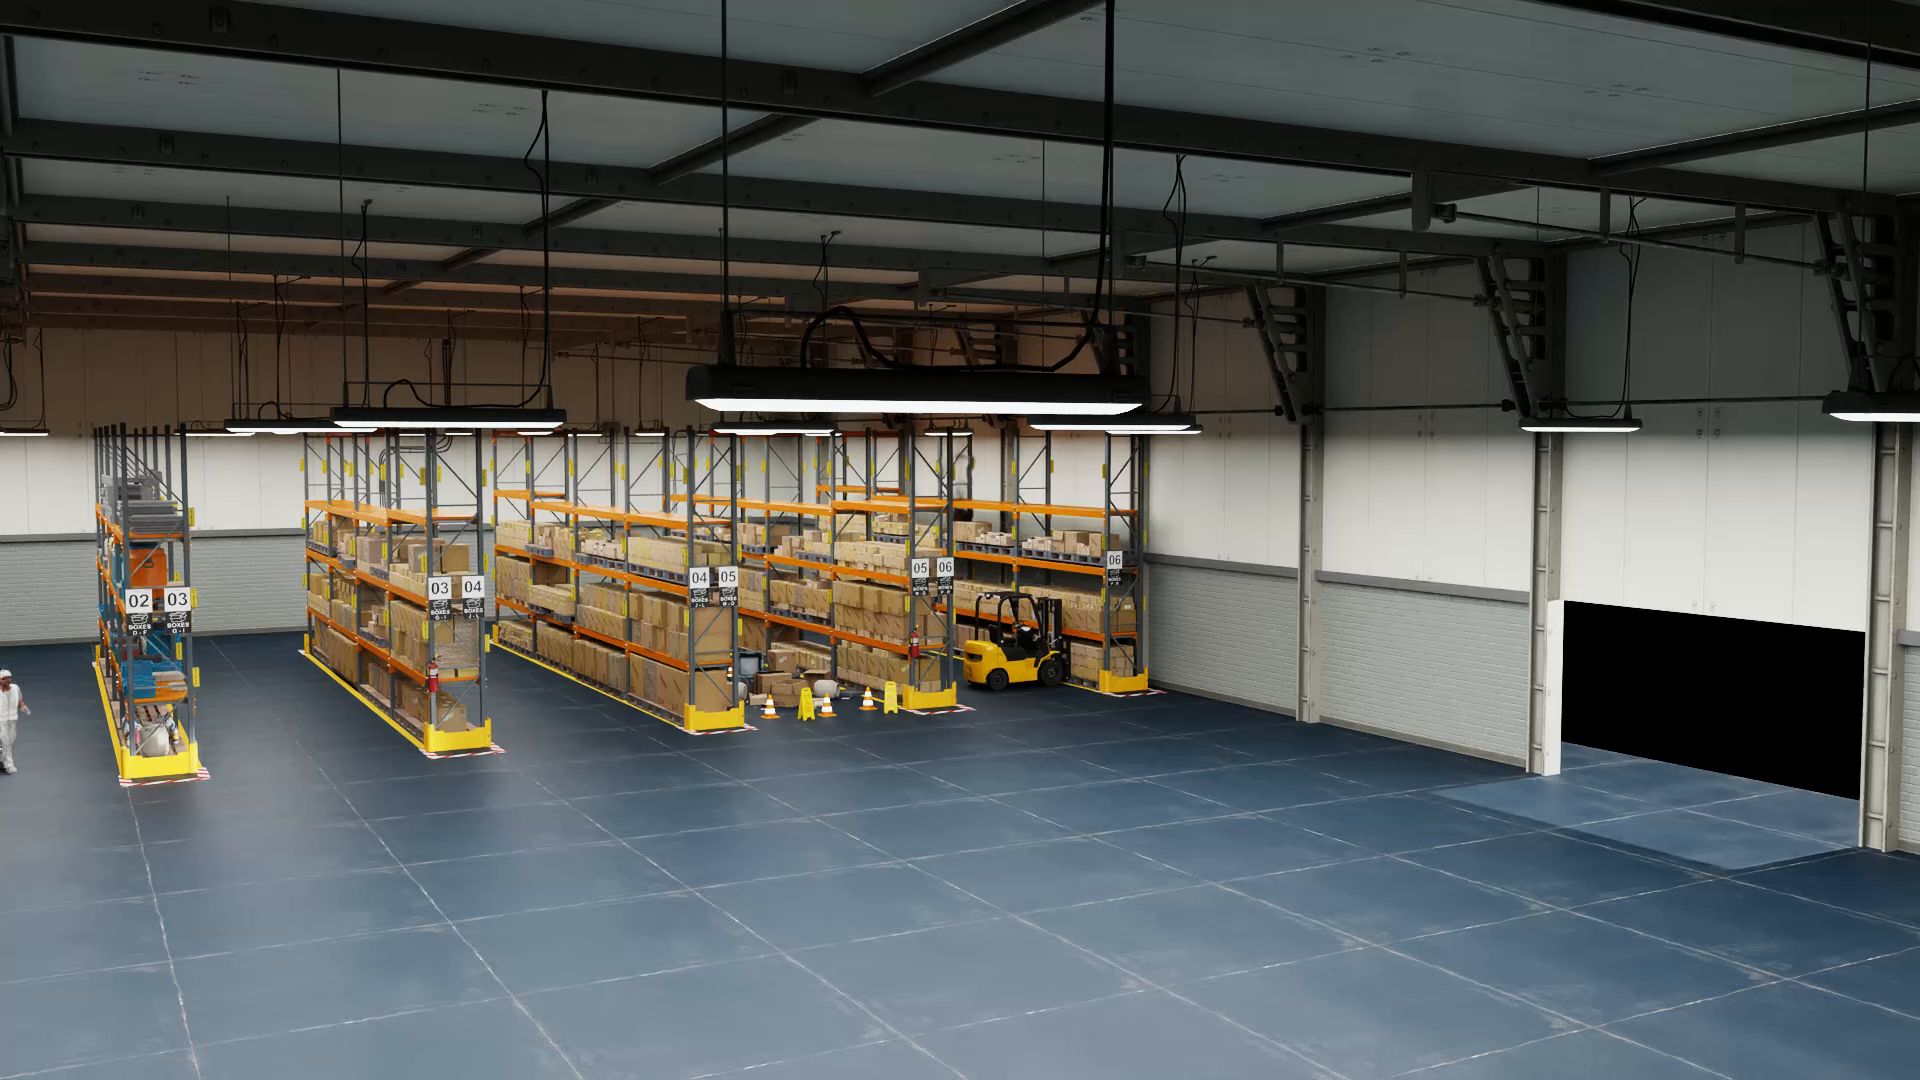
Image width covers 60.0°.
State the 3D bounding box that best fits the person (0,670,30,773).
[{"bbox_3d":[-16.553,3.109,28.733,0.892,1.757,0.665,2,4,34],"label":"person"}]
